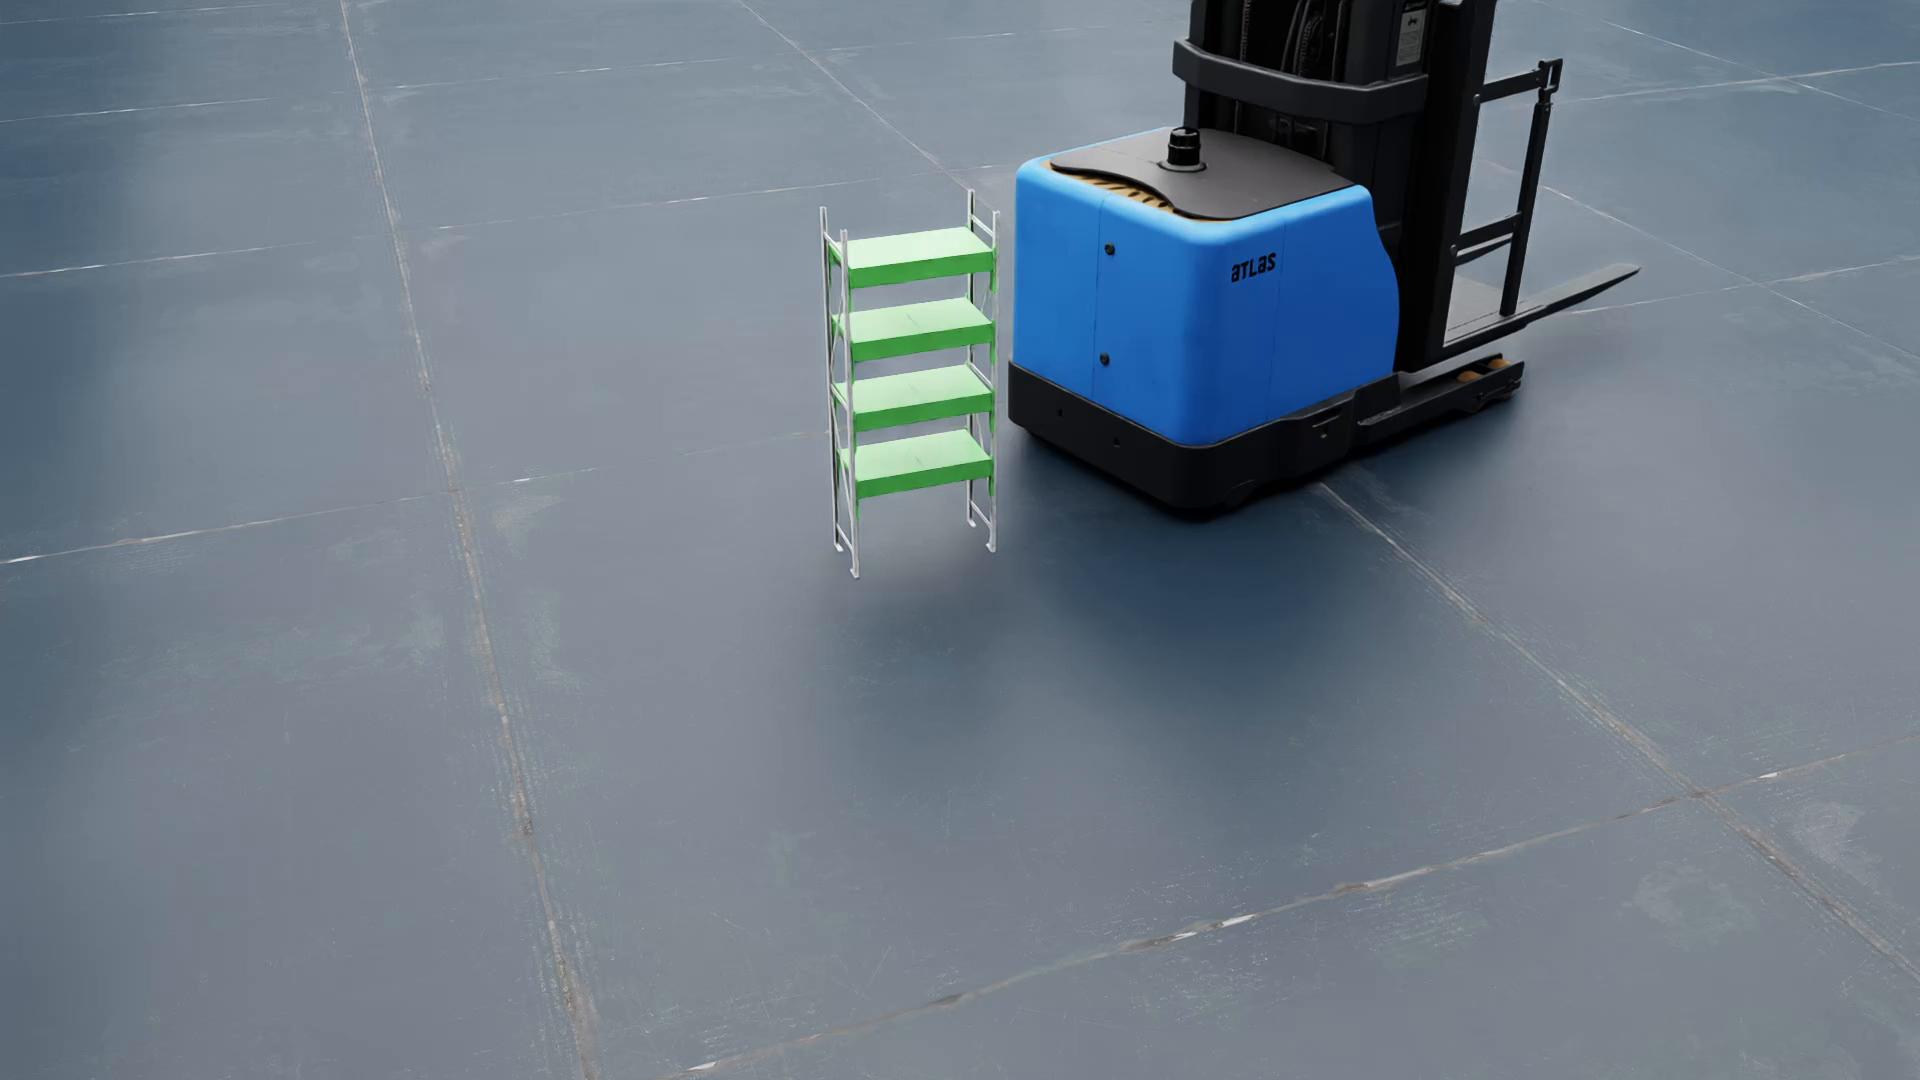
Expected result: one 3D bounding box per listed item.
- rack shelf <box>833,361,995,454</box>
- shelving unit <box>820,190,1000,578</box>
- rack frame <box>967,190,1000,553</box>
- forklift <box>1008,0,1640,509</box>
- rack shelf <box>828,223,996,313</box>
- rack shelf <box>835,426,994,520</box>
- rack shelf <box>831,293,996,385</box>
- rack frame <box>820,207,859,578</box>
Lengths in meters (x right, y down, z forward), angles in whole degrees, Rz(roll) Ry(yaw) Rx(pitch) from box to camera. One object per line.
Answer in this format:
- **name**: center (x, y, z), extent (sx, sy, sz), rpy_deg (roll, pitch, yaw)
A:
- **rack shelf**: center (-0.155, -0.437, 5.434), extent (0.480, 0.148, 0.258), rpy_deg (-10, 31, -18)
- **shelving unit**: center (-0.155, -0.493, 5.403), extent (0.503, 1.200, 0.258), rpy_deg (-10, 31, -18)
- **rack frame**: center (0.074, -0.535, 5.477), extent (0.015, 1.200, 0.240), rpy_deg (-10, 31, -18)
- **forklift**: center (1.654, -1.964, 6.237), extent (3.031, 2.935, 1.130), rpy_deg (-21, 36, -33)
- **rack shelf**: center (-0.155, -0.854, 5.197), extent (0.480, 0.148, 0.258), rpy_deg (-10, 31, -18)
- **rack shelf**: center (-0.155, -0.229, 5.553), extent (0.480, 0.148, 0.258), rpy_deg (-10, 31, -18)
- **rack shelf**: center (-0.155, -0.646, 5.316), extent (0.480, 0.148, 0.258), rpy_deg (-10, 31, -18)
- **rack frame**: center (-0.384, -0.451, 5.329), extent (0.015, 1.200, 0.240), rpy_deg (-10, 31, -18)
